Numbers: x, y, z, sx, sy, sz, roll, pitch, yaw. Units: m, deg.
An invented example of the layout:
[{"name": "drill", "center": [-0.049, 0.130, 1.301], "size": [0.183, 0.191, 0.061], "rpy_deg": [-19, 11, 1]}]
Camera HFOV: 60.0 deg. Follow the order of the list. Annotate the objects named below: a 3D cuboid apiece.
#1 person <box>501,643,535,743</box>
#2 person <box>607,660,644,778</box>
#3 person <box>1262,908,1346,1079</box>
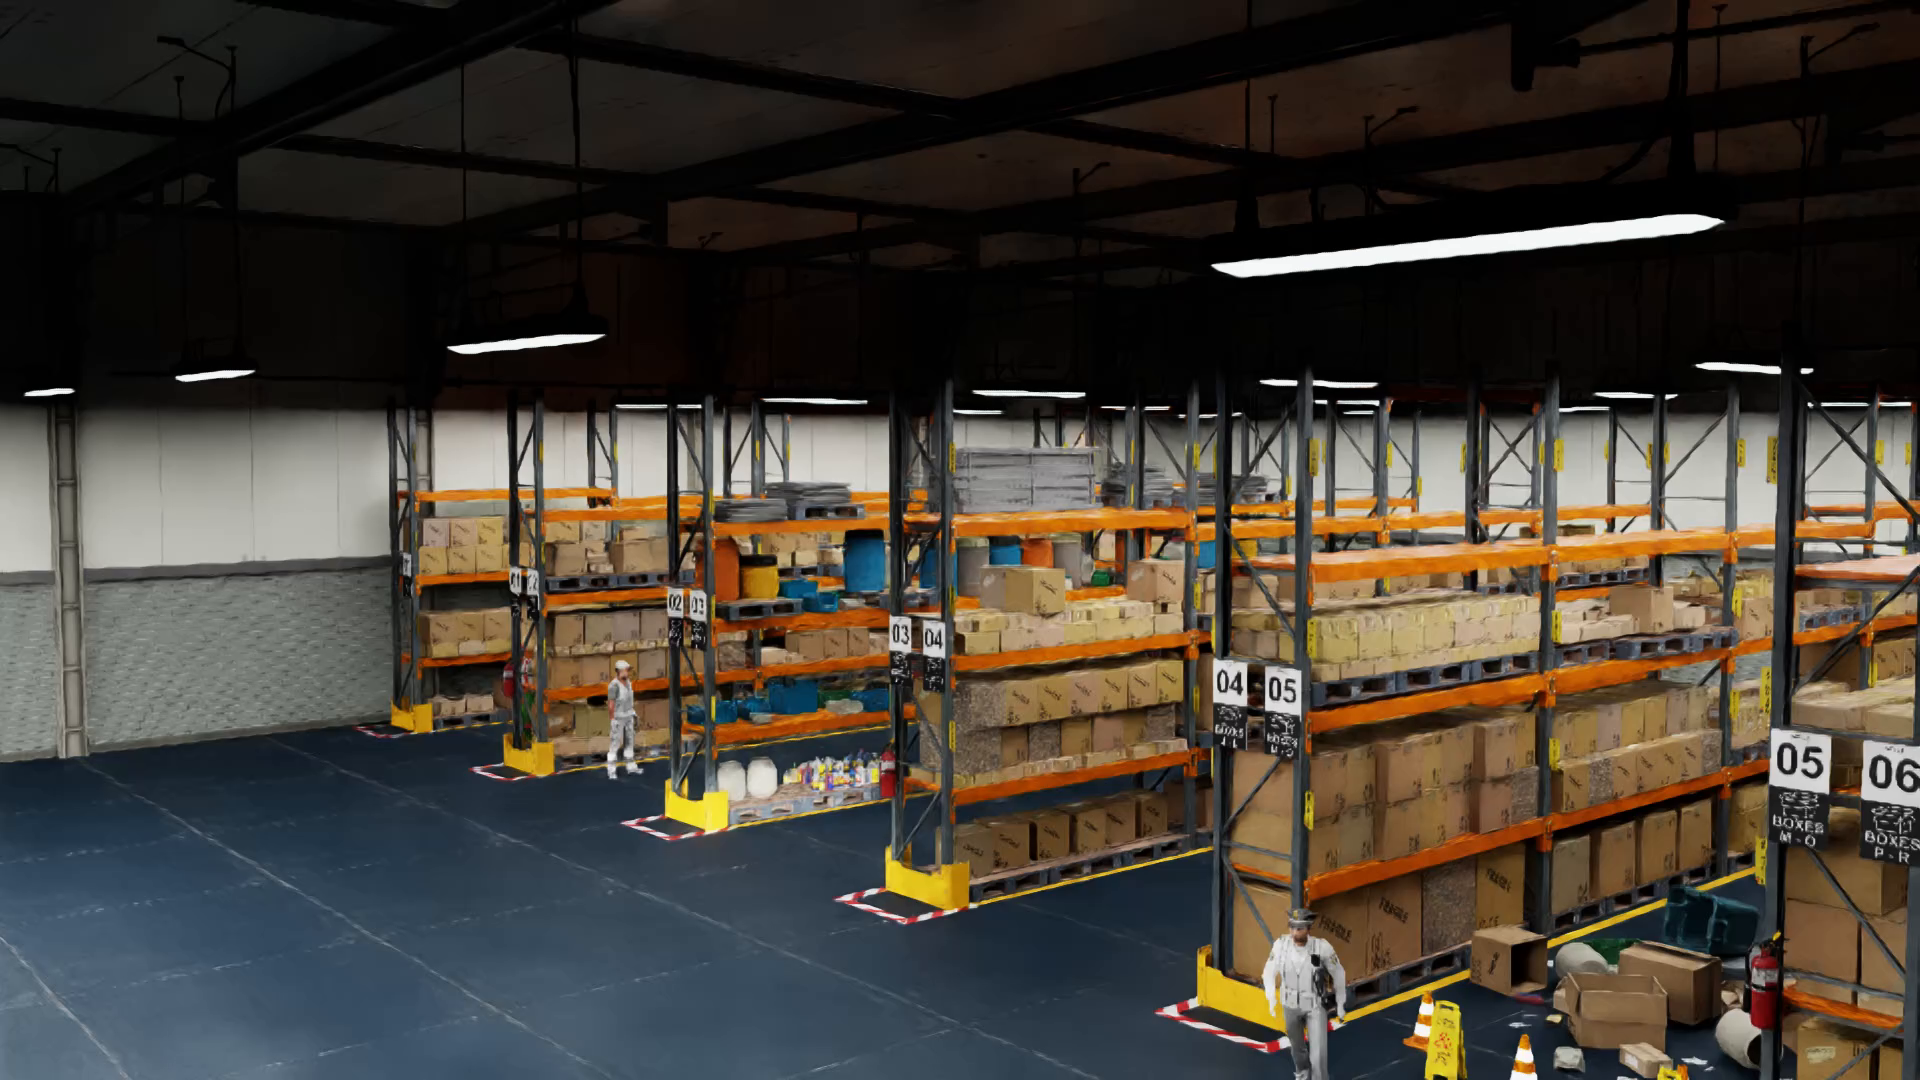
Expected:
[{"name": "person", "center": [-7.483, 2.619, 28.686], "size": [0.686, 1.716, 0.827], "rpy_deg": [2, 4, 32]}, {"name": "person", "center": [-5.177, 2.750, 25.686], "size": [0.468, 1.794, 0.625], "rpy_deg": [1, 4, 23]}, {"name": "person", "center": [2.681, 3.597, 12.851], "size": [0.634, 1.610, 0.798], "rpy_deg": [2, 4, 31]}]
